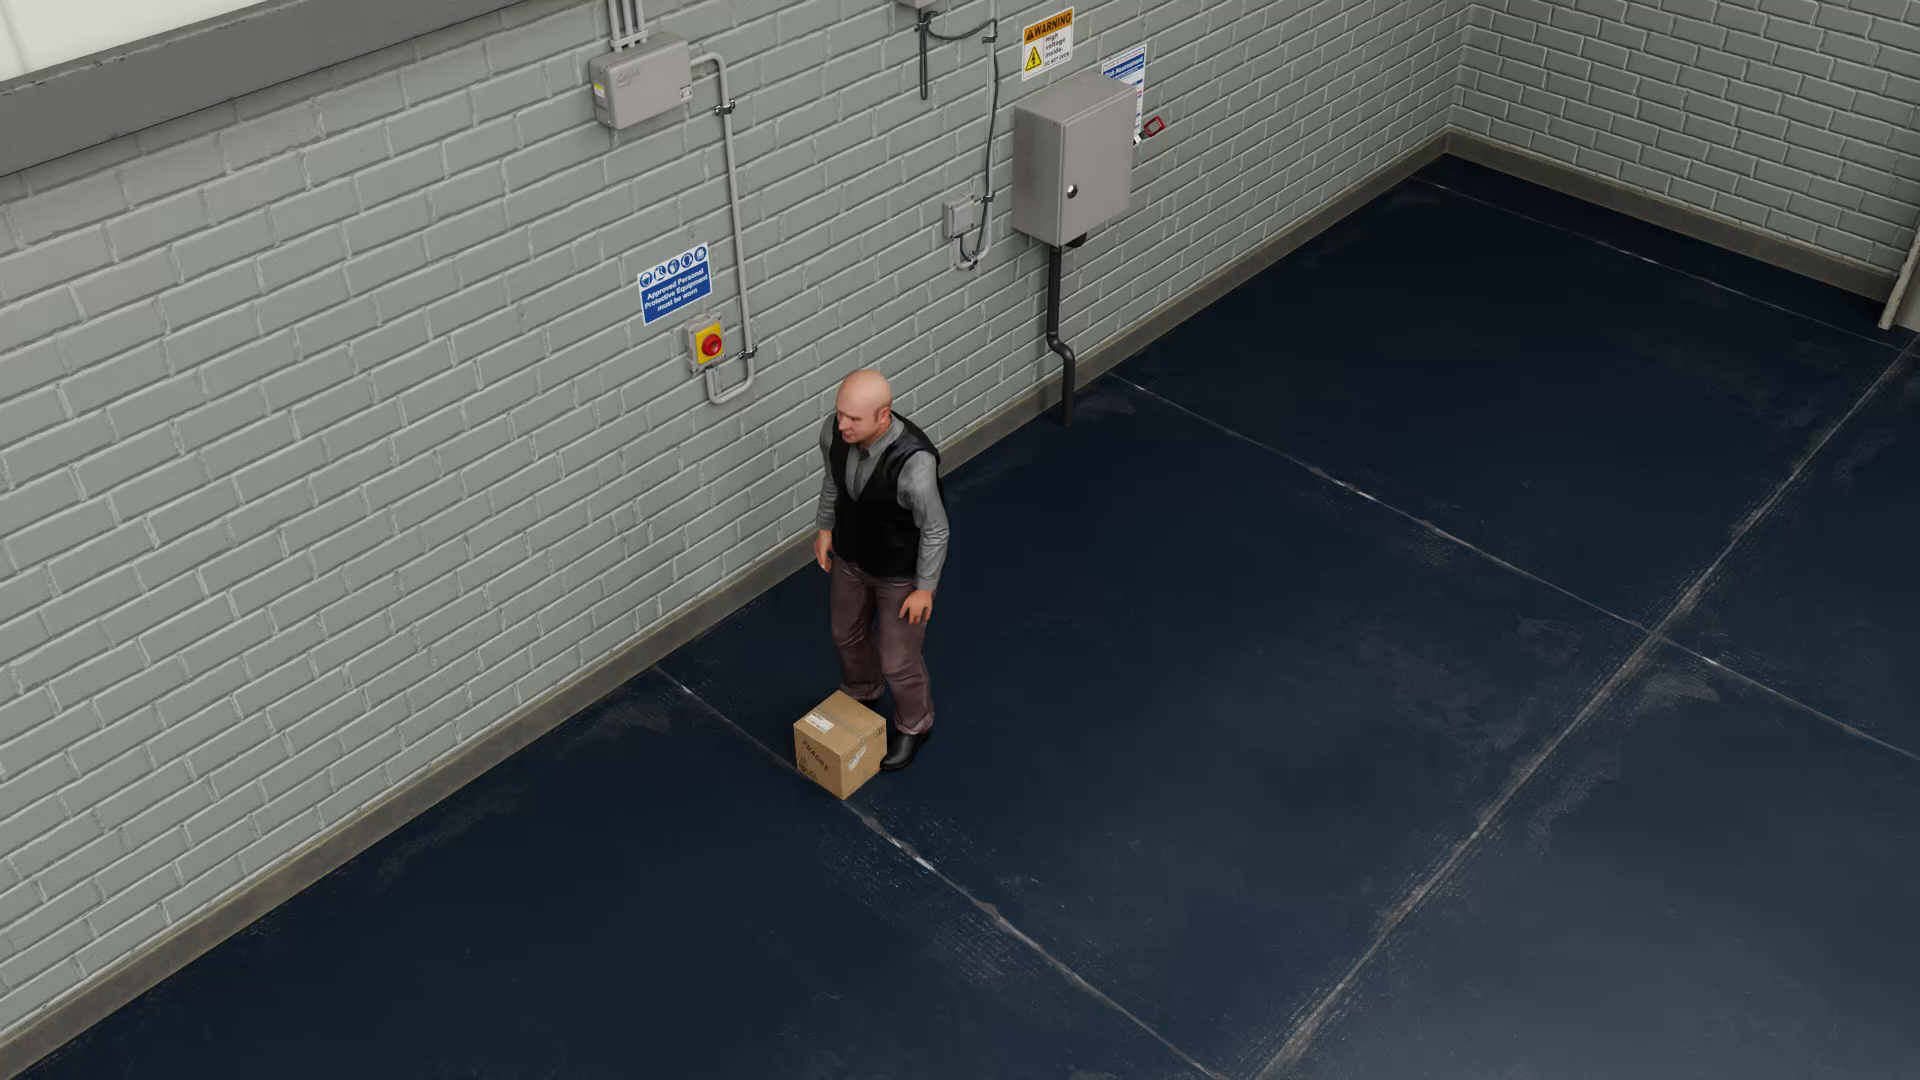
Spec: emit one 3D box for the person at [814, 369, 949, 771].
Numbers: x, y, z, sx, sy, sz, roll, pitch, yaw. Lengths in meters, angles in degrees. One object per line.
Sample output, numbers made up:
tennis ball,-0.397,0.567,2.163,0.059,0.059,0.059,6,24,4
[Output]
person,-0.277,0.078,6.077,0.580,1.721,0.416,30,48,32
